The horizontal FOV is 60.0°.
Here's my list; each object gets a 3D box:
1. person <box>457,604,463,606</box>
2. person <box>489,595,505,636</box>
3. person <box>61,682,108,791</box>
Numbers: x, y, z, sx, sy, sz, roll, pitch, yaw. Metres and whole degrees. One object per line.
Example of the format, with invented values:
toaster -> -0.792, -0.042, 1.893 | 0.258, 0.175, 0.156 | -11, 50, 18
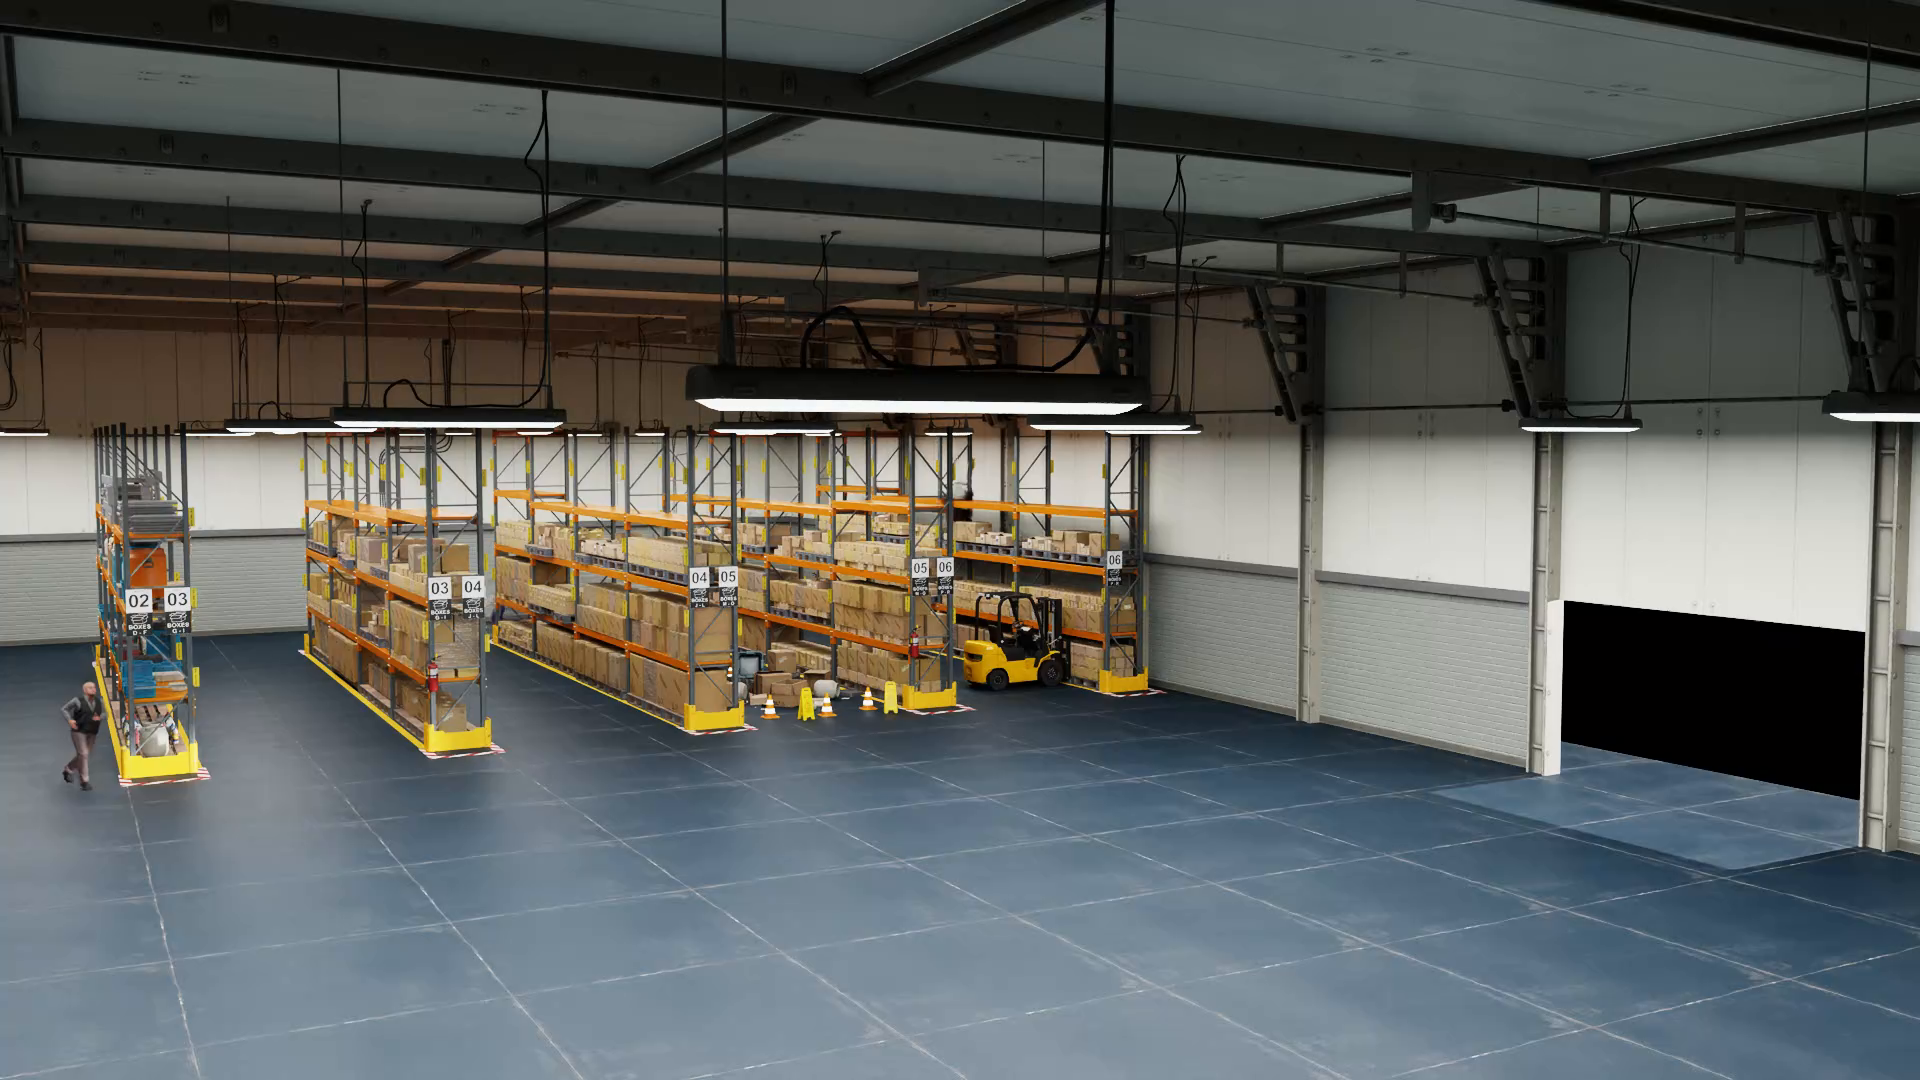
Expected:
person -> -14.347, 2.084, 46.638 | 0.925, 1.658, 0.582 | 1, 4, 20
person -> -13.425, 2.018, 48.204 | 0.697, 1.625, 0.752 | 0, 3, -5
person -> -14.448, 3.216, 27.496 | 0.886, 1.740, 0.665 | 2, 4, 31
